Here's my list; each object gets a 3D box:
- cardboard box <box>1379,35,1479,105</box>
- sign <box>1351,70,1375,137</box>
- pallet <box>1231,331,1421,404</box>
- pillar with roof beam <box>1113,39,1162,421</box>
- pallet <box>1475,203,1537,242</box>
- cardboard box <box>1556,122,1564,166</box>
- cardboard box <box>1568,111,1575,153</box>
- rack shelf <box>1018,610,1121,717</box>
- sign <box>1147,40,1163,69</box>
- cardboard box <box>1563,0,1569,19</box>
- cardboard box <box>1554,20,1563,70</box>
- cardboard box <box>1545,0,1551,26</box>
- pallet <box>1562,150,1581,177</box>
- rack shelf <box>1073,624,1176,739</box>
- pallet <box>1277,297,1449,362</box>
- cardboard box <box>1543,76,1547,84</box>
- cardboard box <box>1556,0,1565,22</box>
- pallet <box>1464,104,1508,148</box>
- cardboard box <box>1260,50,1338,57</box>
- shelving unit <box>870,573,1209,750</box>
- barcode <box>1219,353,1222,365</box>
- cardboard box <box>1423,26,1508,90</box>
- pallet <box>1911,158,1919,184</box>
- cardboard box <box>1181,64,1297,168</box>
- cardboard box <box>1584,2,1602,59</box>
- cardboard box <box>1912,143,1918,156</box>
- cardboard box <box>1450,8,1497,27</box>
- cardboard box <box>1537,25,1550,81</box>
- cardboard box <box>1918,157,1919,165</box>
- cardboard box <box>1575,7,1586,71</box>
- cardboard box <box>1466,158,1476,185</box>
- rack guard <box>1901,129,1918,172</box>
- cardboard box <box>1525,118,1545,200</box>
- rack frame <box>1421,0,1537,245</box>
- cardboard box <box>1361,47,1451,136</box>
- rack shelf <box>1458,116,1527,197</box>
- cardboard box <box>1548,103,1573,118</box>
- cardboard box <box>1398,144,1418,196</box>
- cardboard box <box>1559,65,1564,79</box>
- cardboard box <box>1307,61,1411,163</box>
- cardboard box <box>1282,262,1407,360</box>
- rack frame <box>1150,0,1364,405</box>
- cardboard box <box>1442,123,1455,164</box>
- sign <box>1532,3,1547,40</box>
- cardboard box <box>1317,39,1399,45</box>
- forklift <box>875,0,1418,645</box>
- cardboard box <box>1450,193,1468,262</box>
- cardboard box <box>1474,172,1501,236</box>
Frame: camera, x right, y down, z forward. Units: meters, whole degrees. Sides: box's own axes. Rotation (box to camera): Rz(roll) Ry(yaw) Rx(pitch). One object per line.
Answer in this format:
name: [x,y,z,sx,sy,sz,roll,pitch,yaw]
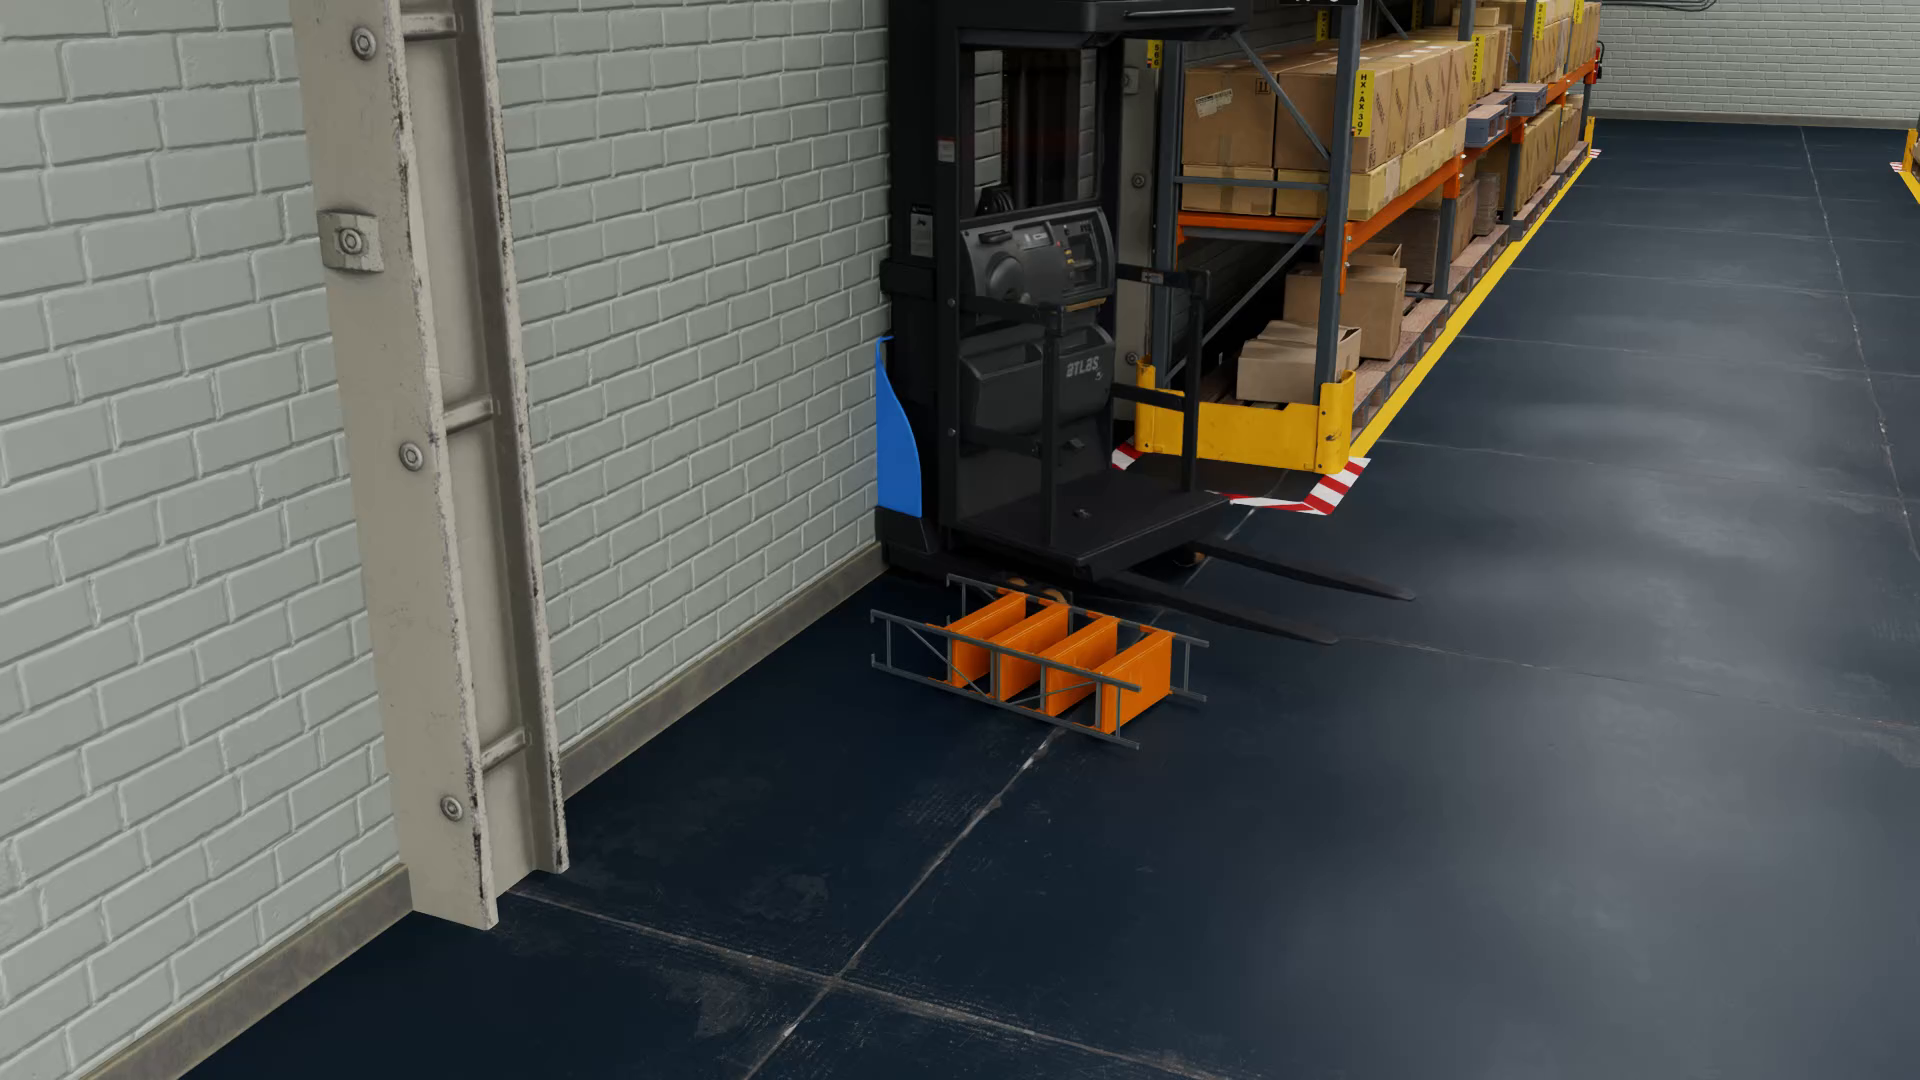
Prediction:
cardboard box: [3.649,-3.667,12.998,0.700,0.500,0.500,11,22,28]
sign: [2.031,-2.203,8.394,0.100,0.325,0.005,9,21,23]
pallet: [2.433,-1.194,11.010,1.003,0.211,1.213,9,21,23]
pillar with roof beam: [4.961,-4.438,7.017,9.100,9.000,0.400,9,21,23]
pallet: [5.203,-3.231,16.740,1.003,0.211,1.213,9,21,23]
cardboard box: [6.849,-4.772,20.014,0.700,0.500,0.500,9,21,23]
cardboard box: [7.482,-5.246,21.346,0.700,0.500,0.500,8,21,21]
rack shelf: [0.411,0.466,6.219,0.148,0.258,0.480,14,24,34]
sign: [1.038,-2.646,8.732,0.100,0.325,0.005,9,21,23]
cardboard box: [6.274,-5.755,17.931,0.500,0.250,0.500,9,21,24]
cardboard box: [6.077,-5.249,17.628,0.500,0.500,0.500,9,21,23]
cardboard box: [5.452,-5.132,16.182,0.500,0.250,0.500,8,21,22]
pallet: [7.331,-4.820,21.206,1.003,0.211,1.213,9,21,23]
rack shelf: [0.601,0.513,6.086,0.148,0.258,0.480,14,24,34]
pallet: [2.931,-1.568,12.062,1.003,0.211,1.213,9,21,23]
cardboard box: [6.009,-4.904,17.627,0.380,0.149,0.250,8,21,21]
cardboard box: [6.065,-5.599,17.493,0.500,0.250,0.500,9,21,24]
pallet: [3.619,-3.215,12.819,1.003,0.211,1.213,9,21,23]
cardboard box: [2.164,-2.800,10.439,0.500,0.500,0.500,9,21,23]
shelving unit: [0.285,0.435,6.306,1.200,0.258,0.503,14,24,34]
barcode: [1.544,-1.073,9.853,0.001,0.075,0.075,9,21,23]
cardboard box: [4.424,-4.249,14.635,0.700,0.500,0.500,6,21,18]
pallet: [12.252,-4.501,20.309,1.003,0.211,1.213,9,21,23]
cardboard box: [1.535,-2.334,9.131,0.500,0.500,0.500,8,21,22]
cardboard box: [7.888,-6.744,22.008,0.980,0.700,0.700,10,22,25]
cardboard box: [12.123,-4.865,20.770,0.380,0.149,0.250,9,21,23]
cardboard box: [4.579,-4.665,14.835,0.380,0.149,0.250,5,20,14]
cardboard box: [5.467,-4.784,16.320,0.500,0.500,0.500,9,22,24]
cardboard box: [11.717,-4.560,19.762,0.500,0.250,0.500,9,21,23]
cardboard box: [6.991,-6.065,20.098,0.980,0.700,0.700,8,21,21]
cardboard box: [4.274,-3.305,14.739,0.500,0.250,0.500,9,21,24]
rack guard: [12.577,-4.881,20.946,1.175,0.500,0.348,9,21,23]
cardboard box: [5.597,-3.973,17.246,0.750,0.750,0.750,8,21,22]
rack frame: [4.812,-4.315,15.624,1.000,3.000,0.127,9,21,23]
cardboard box: [2.847,-2.891,10.697,0.500,0.500,0.500,8,21,21]
rack shelf: [3.993,-3.364,14.026,1.077,0.370,4.000,9,21,23]
cardboard box: [7.370,-5.317,20.578,0.380,0.149,0.250,8,21,21]
cardboard box: [2.439,-2.229,9.954,0.500,0.250,0.500,8,21,22]
cardboard box: [6.488,-5.206,18.476,0.380,0.149,0.250,9,21,24]
cardboard box: [2.217,-2.416,9.359,0.500,0.500,0.500,9,21,23]
cardboard box: [2.481,-1.489,10.754,0.700,0.500,0.500,7,21,19]
rack frame: [1.536,-1.869,8.748,1.000,3.000,0.127,9,21,23]
cardboard box: [3.045,-2.693,11.259,0.500,0.250,0.500,9,21,23]
sign: [5.311,-4.751,15.242,0.100,0.325,0.005,9,21,23]
cardboard box: [2.791,-3.269,11.759,0.500,0.500,0.500,8,21,21]
forklift: [0.501,-1.208,6.990,3.031,2.935,1.130,17,26,40]
cardboard box: [3.872,-2.664,14.057,0.700,0.500,0.500,9,21,23]
cardboard box: [4.564,-3.117,15.331,0.700,0.500,0.500,9,21,23]
